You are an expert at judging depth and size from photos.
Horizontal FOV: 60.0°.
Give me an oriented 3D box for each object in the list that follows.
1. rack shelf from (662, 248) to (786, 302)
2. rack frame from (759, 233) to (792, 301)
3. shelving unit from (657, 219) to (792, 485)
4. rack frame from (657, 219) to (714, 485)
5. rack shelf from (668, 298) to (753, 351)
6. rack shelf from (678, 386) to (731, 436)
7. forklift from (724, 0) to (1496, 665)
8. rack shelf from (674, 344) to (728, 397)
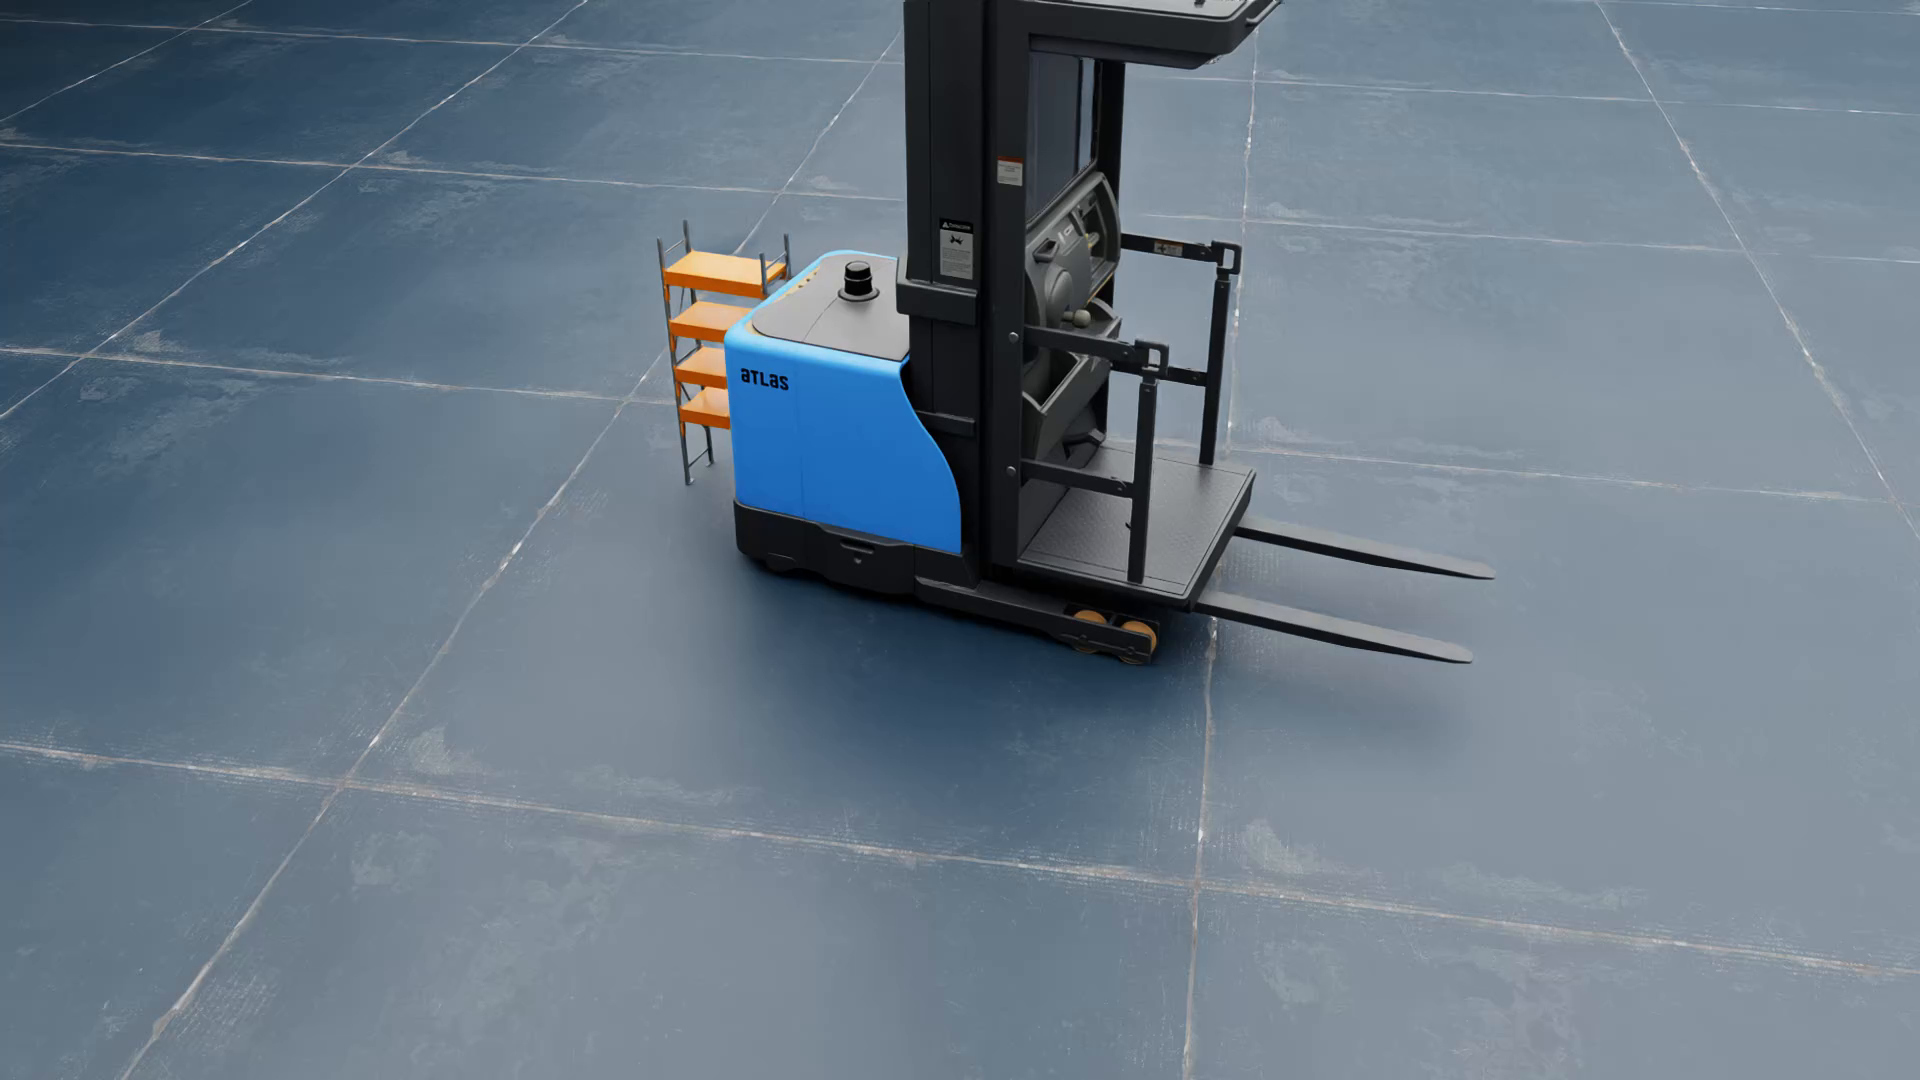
[{"bbox_3d":[-1.001,-1.112,7.146,0.480,0.148,0.258,11,34,19],"label":"rack shelf"},{"bbox_3d":[-0.768,-0.733,7.274,0.015,1.200,0.240,11,34,19],"label":"rack frame"},{"bbox_3d":[-0.994,-0.777,7.353,0.503,1.200,0.258,11,34,19],"label":"shelving unit"},{"bbox_3d":[-1.221,-0.822,7.432,0.015,1.200,0.240,11,34,19],"label":"rack frame"},{"bbox_3d":[-0.997,-0.911,7.271,0.480,0.148,0.258,11,34,19],"label":"rack shelf"},{"bbox_3d":[-0.990,-0.551,7.492,0.480,0.148,0.258,11,34,19],"label":"rack shelf"},{"bbox_3d":[0.616,-1.079,6.212,3.031,2.935,1.130,13,34,19],"label":"forklift"},{"bbox_3d":[-0.993,-0.720,7.388,0.480,0.148,0.258,11,34,19],"label":"rack shelf"}]
